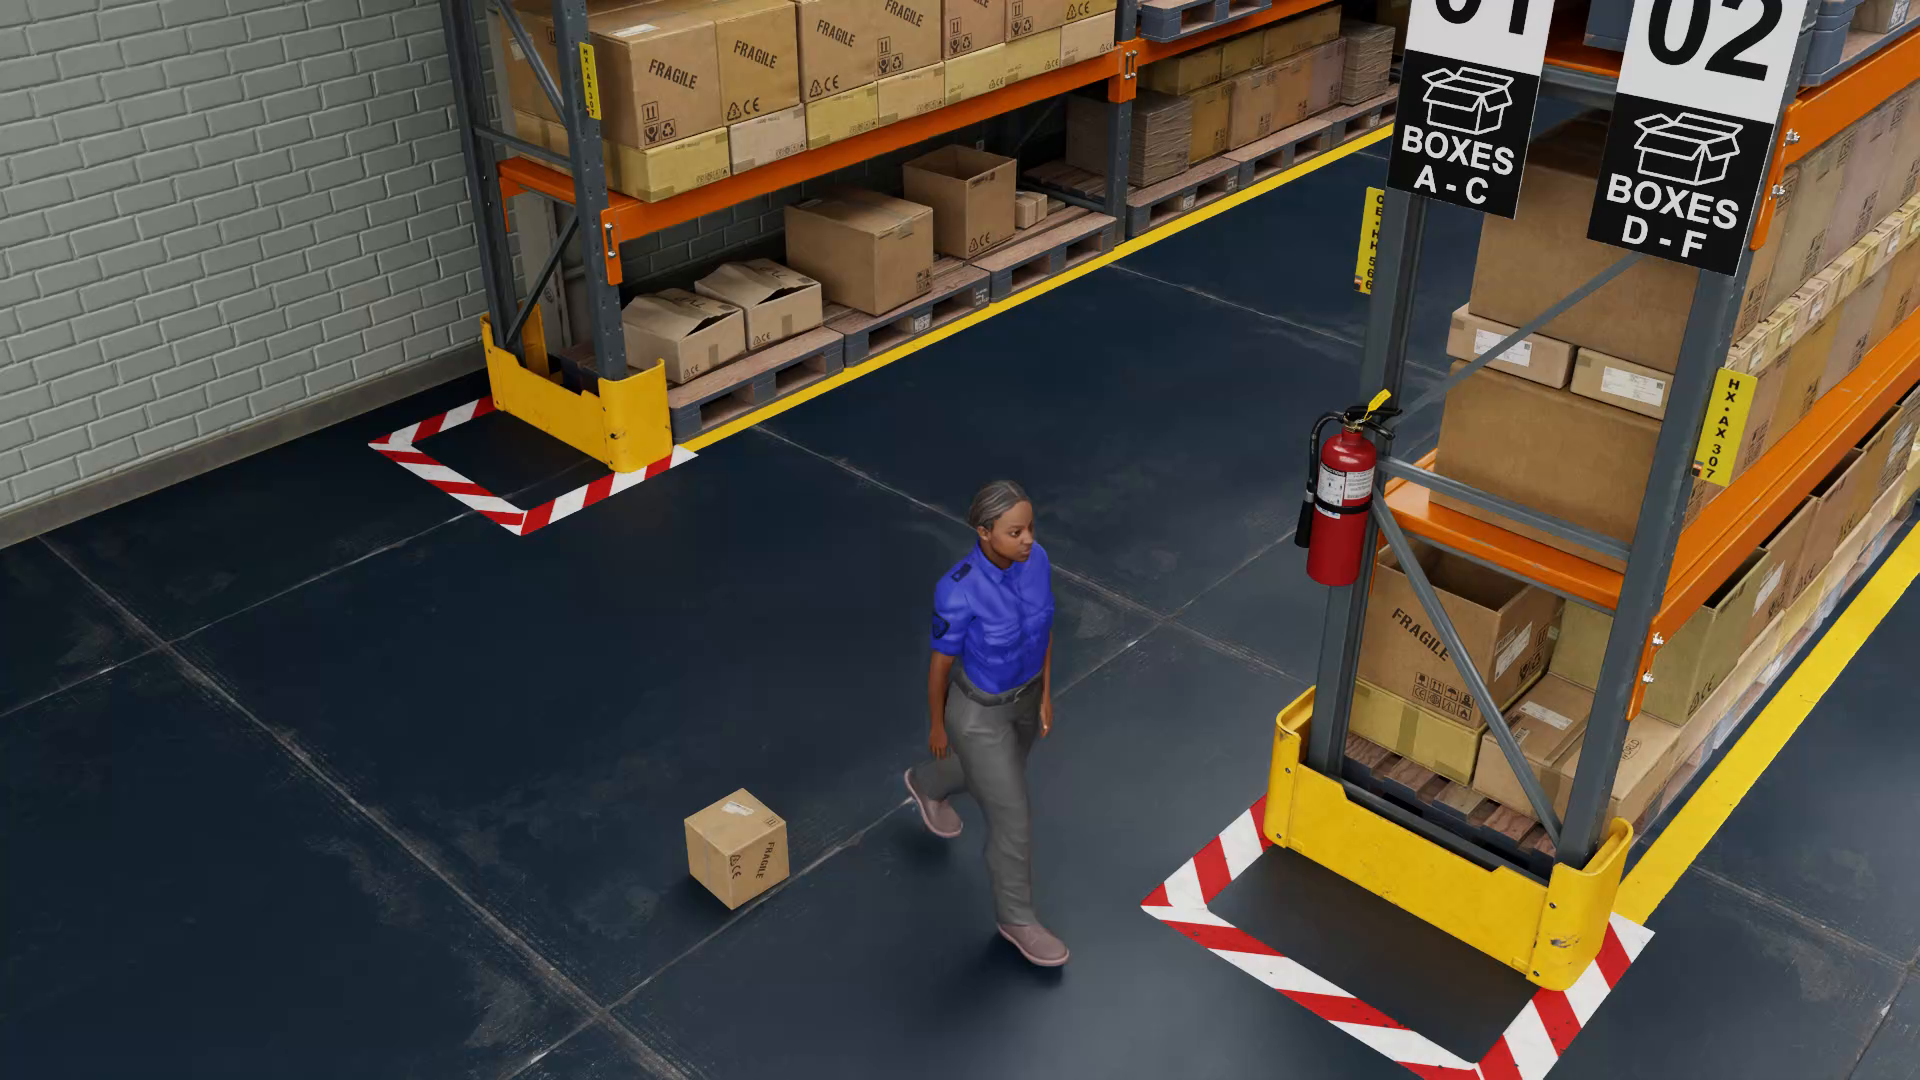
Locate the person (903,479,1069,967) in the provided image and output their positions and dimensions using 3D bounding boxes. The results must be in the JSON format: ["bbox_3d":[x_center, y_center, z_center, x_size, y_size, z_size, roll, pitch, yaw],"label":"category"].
[{"bbox_3d":[0.083,0.500,5.311,0.910,1.620,0.441,26,40,35],"label":"person"}]
